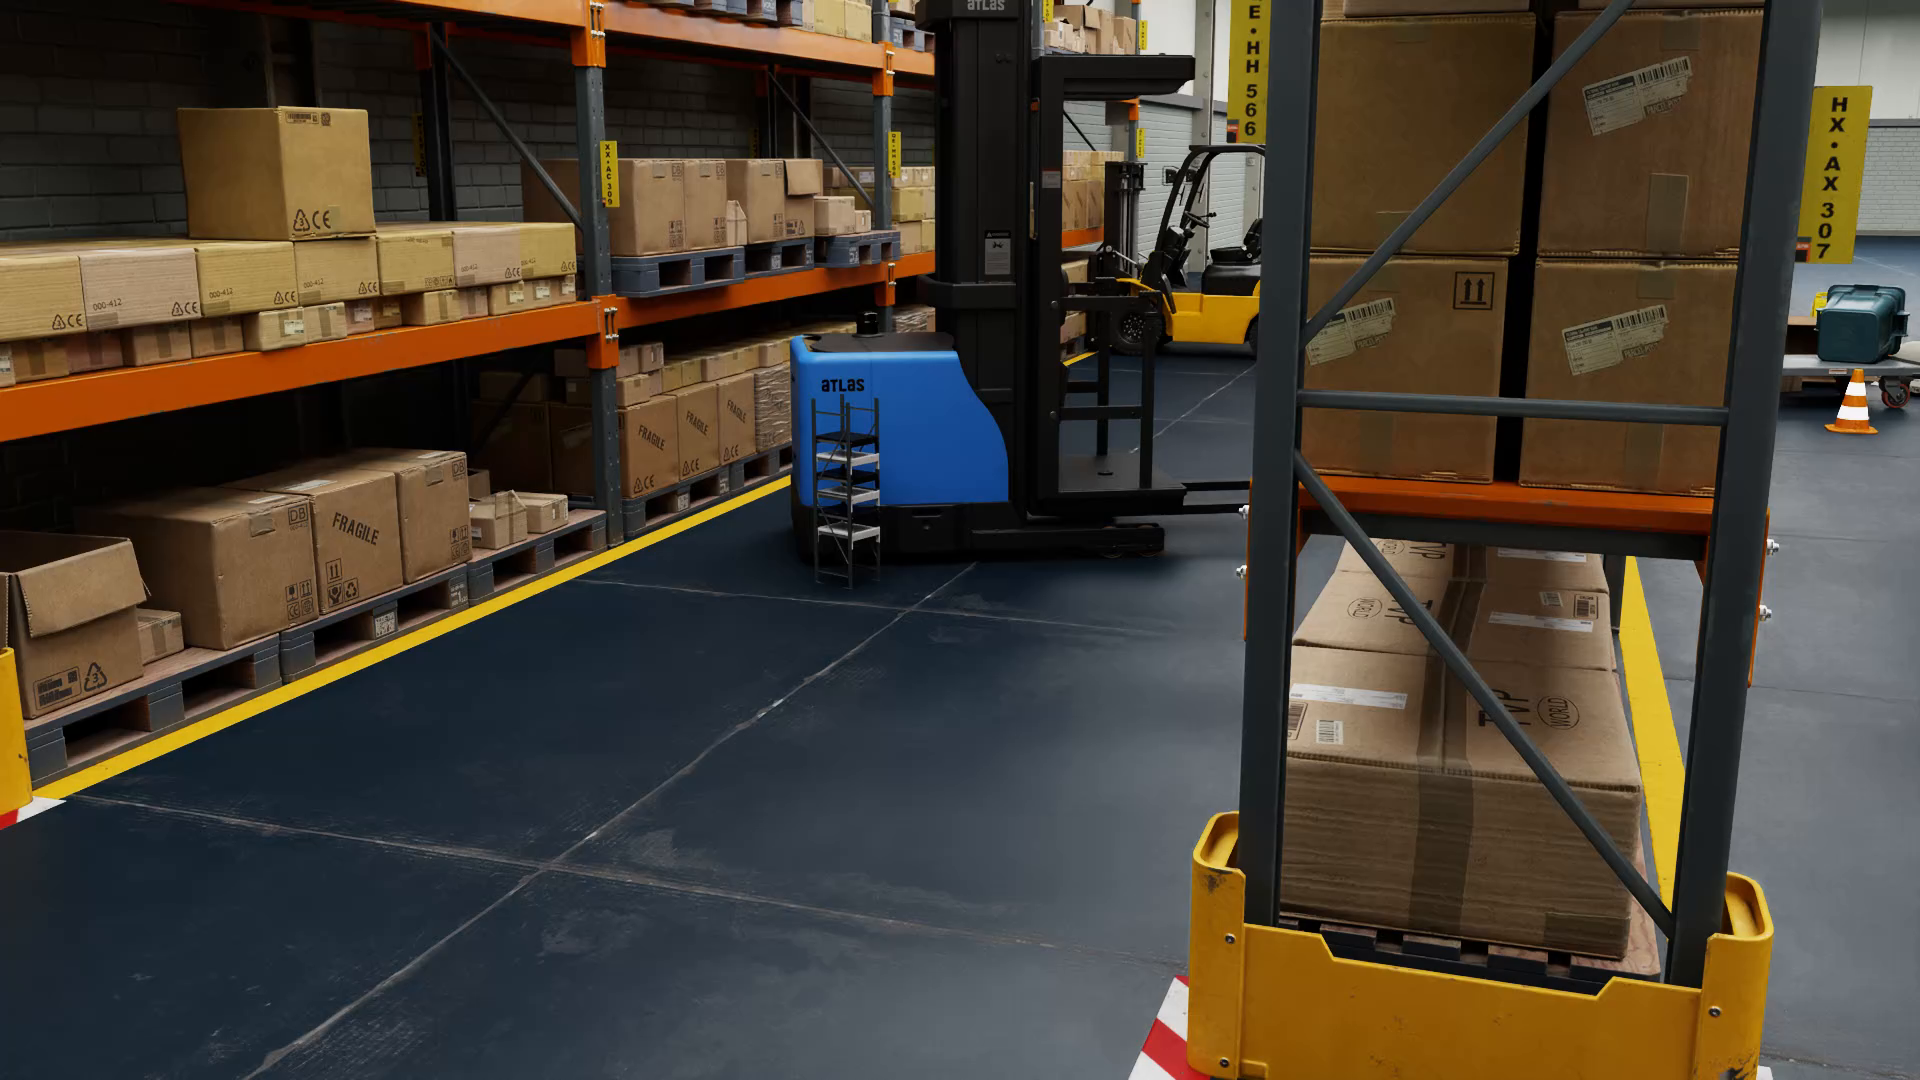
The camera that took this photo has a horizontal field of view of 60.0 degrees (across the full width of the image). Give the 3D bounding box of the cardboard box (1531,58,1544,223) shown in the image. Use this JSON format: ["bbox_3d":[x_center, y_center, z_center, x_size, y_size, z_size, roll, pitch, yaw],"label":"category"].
[{"bbox_3d":[1.860,-1.100,4.594,0.500,0.500,0.500,4,14,18],"label":"cardboard box"}]

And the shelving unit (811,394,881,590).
[{"bbox_3d":[-0.546,-0.234,7.990,0.258,0.900,0.210,10,16,37],"label":"shelving unit"}]

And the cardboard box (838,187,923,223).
[{"bbox_3d":[-0.596,-2.551,12.635,0.500,0.250,0.500,4,14,18],"label":"cardboard box"}]

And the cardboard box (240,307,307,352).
[{"bbox_3d":[-2.753,-0.816,6.387,0.380,0.149,0.250,4,13,17],"label":"cardboard box"}]

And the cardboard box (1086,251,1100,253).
[{"bbox_3d":[1.740,-3.223,19.354,0.500,0.250,0.500,5,14,20],"label":"cardboard box"}]

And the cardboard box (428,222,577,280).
[{"bbox_3d":[-2.223,-1.411,8.097,0.500,0.250,0.500,5,14,20],"label":"cardboard box"}]

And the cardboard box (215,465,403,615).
[{"bbox_3d":[-2.716,-0.011,6.968,0.500,0.500,0.500,5,14,19],"label":"cardboard box"}]

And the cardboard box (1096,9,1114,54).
[{"bbox_3d":[1.255,-5.436,17.928,0.700,0.500,0.500,4,14,19],"label":"cardboard box"}]

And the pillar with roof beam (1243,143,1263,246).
[{"bbox_3d":[10.413,-10.313,33.951,9.100,9.000,0.400,4,14,18],"label":"pillar with roof beam"}]

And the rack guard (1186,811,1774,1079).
[{"bbox_3d":[1.107,0.959,3.663,1.175,0.500,0.348,4,14,18],"label":"rack guard"}]

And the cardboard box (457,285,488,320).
[{"bbox_3d":[-2.388,-1.090,7.586,0.380,0.149,0.250,5,14,20],"label":"cardboard box"}]

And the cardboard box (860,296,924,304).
[{"bbox_3d":[-0.358,-1.763,14.365,0.875,0.625,0.625,4,13,16],"label":"cardboard box"}]

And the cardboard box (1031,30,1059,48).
[{"bbox_3d":[0.732,-4.814,15.994,0.380,0.149,0.250,5,14,20],"label":"cardboard box"}]

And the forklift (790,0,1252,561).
[{"bbox_3d":[0.621,-1.449,8.749,3.031,2.935,1.130,-2,13,-8],"label":"forklift"}]

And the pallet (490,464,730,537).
[{"bbox_3d":[-2.061,-0.278,9.732,1.003,0.211,1.213,4,14,18],"label":"pallet"}]

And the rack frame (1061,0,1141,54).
[{"bbox_3d":[1.594,-6.915,19.062,1.000,3.000,0.127,4,14,18],"label":"rack frame"}]

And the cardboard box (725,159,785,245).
[{"bbox_3d":[-1.499,-2.077,10.179,0.700,0.500,0.500,4,14,18],"label":"cardboard box"}]

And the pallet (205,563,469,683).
[{"bbox_3d":[-2.905,0.298,7.208,1.003,0.211,1.213,4,14,18],"label":"pallet"}]

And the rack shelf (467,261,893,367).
[{"bbox_3d":[-1.642,-1.534,10.585,1.077,0.370,4.000,4,14,18],"label":"rack shelf"}]

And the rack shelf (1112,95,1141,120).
[{"bbox_3d":[0.947,-4.681,17.631,1.077,0.370,4.000,4,14,18],"label":"rack shelf"}]

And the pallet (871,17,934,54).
[{"bbox_3d":[-0.860,-3.826,12.691,1.213,0.211,1.003,5,14,21],"label":"pallet"}]

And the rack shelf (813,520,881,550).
[{"bbox_3d":[-0.546,-0.026,8.037,0.258,0.077,0.200,10,16,37],"label":"rack shelf"}]

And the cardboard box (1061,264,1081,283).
[{"bbox_3d":[0.928,-2.686,17.003,0.500,0.250,0.500,4,14,18],"label":"cardboard box"}]

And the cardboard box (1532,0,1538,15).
[{"bbox_3d":[1.377,-1.423,4.552,0.380,0.149,0.250,4,14,18],"label":"cardboard box"}]

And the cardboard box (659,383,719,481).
[{"bbox_3d":[-1.756,-0.648,9.761,0.500,0.500,0.500,4,14,18],"label":"cardboard box"}]

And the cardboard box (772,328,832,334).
[{"bbox_3d":[-1.101,-1.374,11.483,0.380,0.149,0.250,4,13,17],"label":"cardboard box"}]

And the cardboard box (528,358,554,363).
[{"bbox_3d":[-2.292,-0.972,9.721,0.380,0.149,0.250,5,14,19],"label":"cardboard box"}]

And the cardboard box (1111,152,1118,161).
[{"bbox_3d":[1.568,-4.298,18.729,0.380,0.149,0.250,5,14,20],"label":"cardboard box"}]

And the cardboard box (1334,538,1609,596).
[{"bbox_3d":[1.815,0.250,5.964,0.875,0.438,0.875,4,13,17],"label":"cardboard box"}]

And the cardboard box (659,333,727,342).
[{"bbox_3d":[-1.789,-1.300,11.157,0.380,0.149,0.250,4,13,17],"label":"cardboard box"}]

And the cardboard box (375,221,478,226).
[{"bbox_3d":[-2.704,-1.451,8.272,0.500,0.250,0.500,4,14,18],"label":"cardboard box"}]

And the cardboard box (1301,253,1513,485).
[{"bbox_3d":[1.021,-0.434,3.925,0.500,0.500,0.500,4,14,19],"label":"cardboard box"}]

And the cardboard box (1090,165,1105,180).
[{"bbox_3d":[1.355,-3.990,18.047,0.380,0.149,0.250,4,14,19],"label":"cardboard box"}]

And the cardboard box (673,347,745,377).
[{"bbox_3d":[-1.558,-1.102,10.290,0.380,0.149,0.250,5,14,20],"label":"cardboard box"}]

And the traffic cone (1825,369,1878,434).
[{"bbox_3d":[6.773,-1.060,12.591,0.336,0.463,0.334,4,14,18],"label":"traffic cone"}]

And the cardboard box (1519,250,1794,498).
[{"bbox_3d":[1.542,-0.394,3.749,0.500,0.500,0.500,4,14,18],"label":"cardboard box"}]

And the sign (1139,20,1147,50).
[{"bbox_3d":[2.103,-5.804,19.122,0.100,0.325,0.005,4,14,18],"label":"sign"}]

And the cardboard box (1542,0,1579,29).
[{"bbox_3d":[1.509,-1.232,3.717,0.380,0.149,0.250,5,14,20],"label":"cardboard box"}]

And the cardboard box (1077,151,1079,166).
[{"bbox_3d":[1.025,-3.981,17.337,0.380,0.149,0.250,4,14,18],"label":"cardboard box"}]

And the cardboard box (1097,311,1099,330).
[{"bbox_3d":[1.254,-2.413,18.055,0.500,0.250,0.500,5,14,20],"label":"cardboard box"}]

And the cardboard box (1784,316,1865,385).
[{"bbox_3d":[7.824,-1.733,15.146,0.797,0.637,0.503,4,14,18],"label":"cardboard box"}]

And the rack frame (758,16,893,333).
[{"bbox_3d":[-0.995,-2.306,12.350,1.000,3.000,0.127,4,14,18],"label":"rack frame"}]

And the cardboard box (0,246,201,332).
[{"bbox_3d":[-3.018,-0.876,5.752,0.500,0.250,0.500,5,14,19],"label":"cardboard box"}]

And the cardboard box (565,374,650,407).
[{"bbox_3d":[-1.921,-0.822,9.066,0.380,0.149,0.250,5,14,21],"label":"cardboard box"}]

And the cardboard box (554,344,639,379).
[{"bbox_3d":[-1.978,-0.972,9.052,0.380,0.149,0.250,4,13,17],"label":"cardboard box"}]

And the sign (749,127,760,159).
[{"bbox_3d":[-1.521,-2.910,12.393,0.100,0.325,0.005,4,14,18],"label":"sign"}]

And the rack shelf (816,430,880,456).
[{"bbox_3d":[-0.546,-0.465,7.937,0.258,0.077,0.200,10,16,37],"label":"rack shelf"}]

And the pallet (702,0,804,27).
[{"bbox_3d":[-1.679,-3.185,9.884,1.213,0.211,1.003,4,14,18],"label":"pallet"}]

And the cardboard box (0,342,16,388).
[{"bbox_3d":[-3.217,-0.548,5.214,0.380,0.149,0.250,4,14,18],"label":"cardboard box"}]

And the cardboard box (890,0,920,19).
[{"bbox_3d":[-0.530,-4.205,12.538,0.500,0.500,0.500,4,14,19],"label":"cardboard box"}]

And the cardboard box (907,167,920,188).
[{"bbox_3d":[-0.528,-2.773,12.714,0.380,0.149,0.250,5,14,20],"label":"cardboard box"}]
